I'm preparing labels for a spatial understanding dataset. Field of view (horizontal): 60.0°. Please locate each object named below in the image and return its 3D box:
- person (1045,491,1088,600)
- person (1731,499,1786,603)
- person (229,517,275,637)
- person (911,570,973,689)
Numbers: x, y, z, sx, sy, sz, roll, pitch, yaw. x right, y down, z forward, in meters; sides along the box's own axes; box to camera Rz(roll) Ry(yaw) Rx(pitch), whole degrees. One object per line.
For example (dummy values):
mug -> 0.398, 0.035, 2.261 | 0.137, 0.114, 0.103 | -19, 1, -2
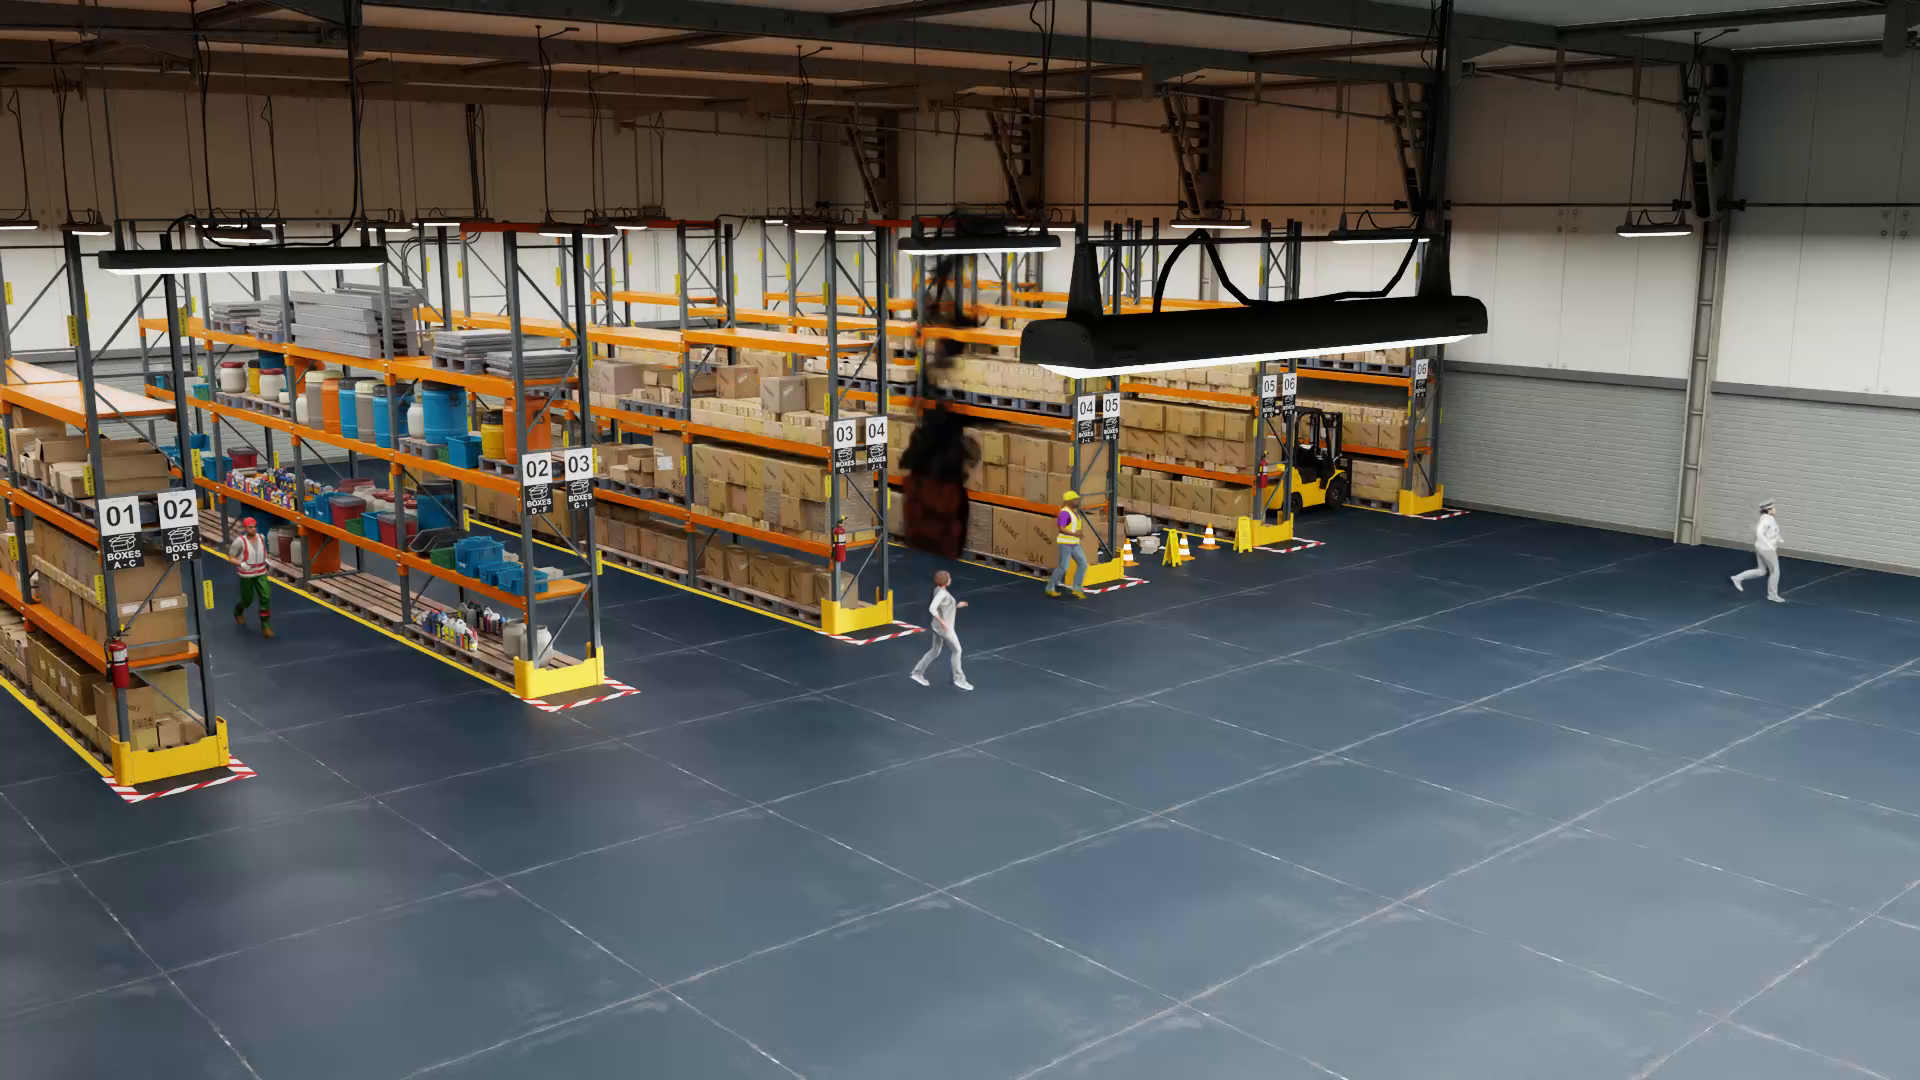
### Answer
person -> 1.785, 0.088, 27.066 | 0.696, 1.788, 0.759 | 6, 13, 28
person -> 12.972, 0.168, 26.856 | 0.822, 1.696, 0.618 | 3, 12, 13
person -> -10.558, 0.520, 24.755 | 0.984, 1.777, 0.634 | 10, 15, 42
person -> -0.237, 1.189, 21.847 | 0.819, 1.620, 0.521 | -3, 12, -16
